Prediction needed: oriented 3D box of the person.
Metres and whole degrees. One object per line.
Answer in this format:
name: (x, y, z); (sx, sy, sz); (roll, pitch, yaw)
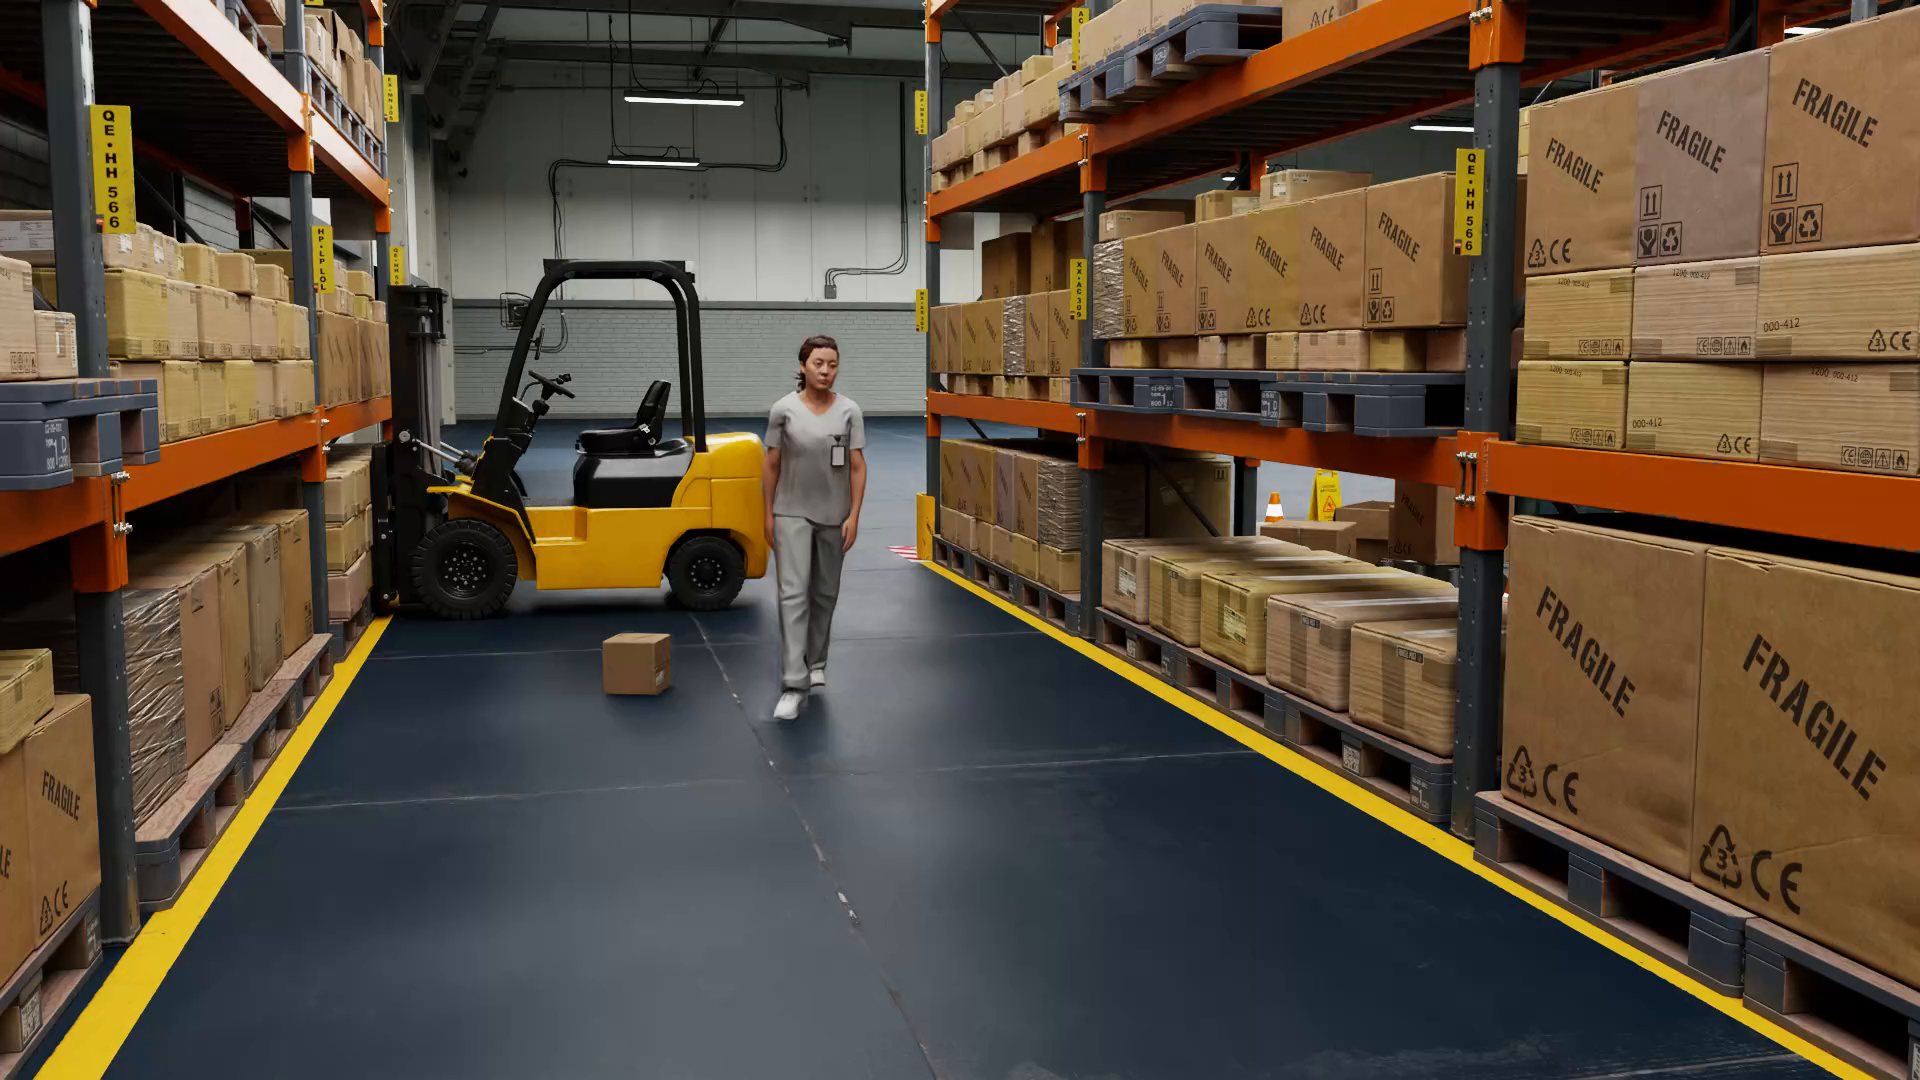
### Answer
person: (-0.659, -0.094, 7.412); (0.503, 1.633, 0.888); (-2, 6, -16)
